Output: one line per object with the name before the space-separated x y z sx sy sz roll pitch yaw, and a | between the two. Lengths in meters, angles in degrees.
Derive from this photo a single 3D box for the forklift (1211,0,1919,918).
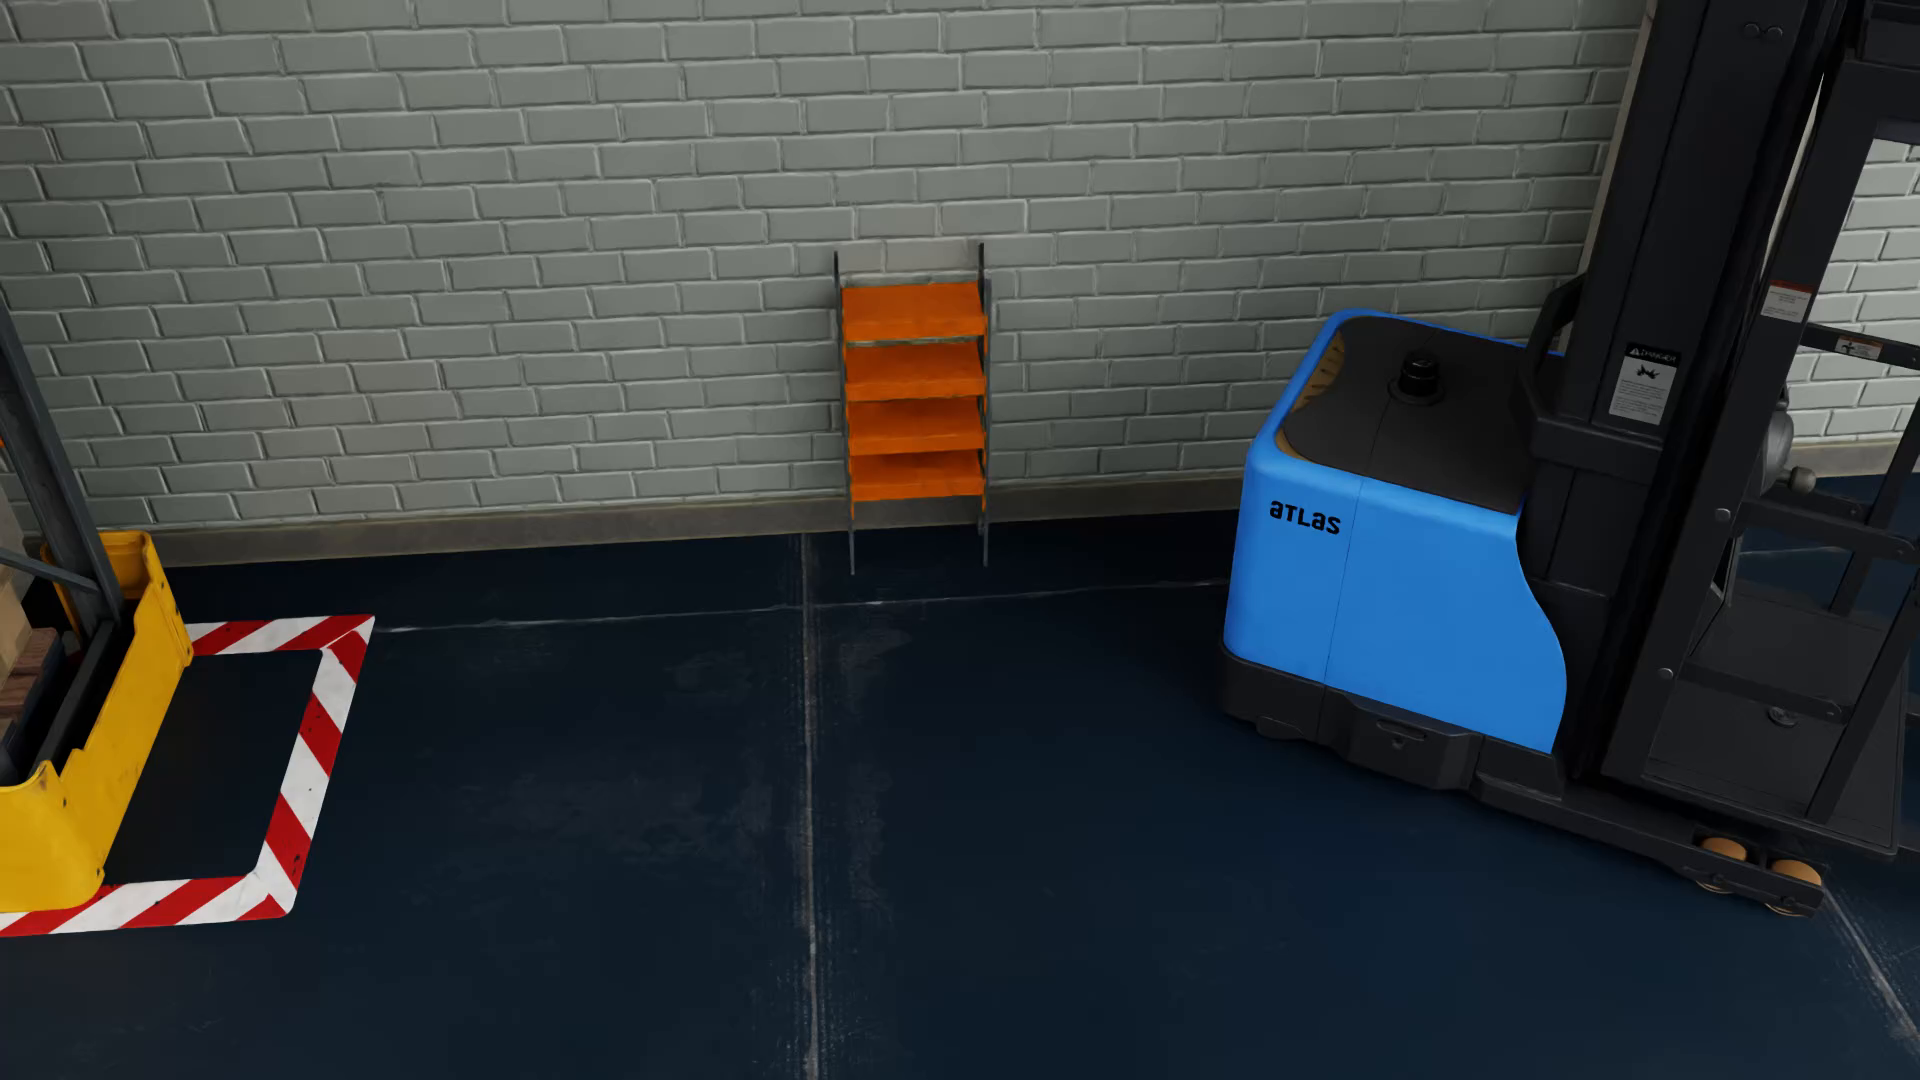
forklift | 2.385 -0.431 4.430 3.031 2.935 1.130 17 41 20

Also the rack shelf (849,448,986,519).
rack shelf | -0.160 -0.223 5.993 0.480 0.148 0.258 -3 38 -4

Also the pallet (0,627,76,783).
pallet | -3.556 0.713 5.176 1.213 0.211 1.003 -3 38 -4

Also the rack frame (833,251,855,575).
rack frame | -0.403 -0.417 5.810 0.015 1.200 0.240 -3 38 -4

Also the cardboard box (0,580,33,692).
cardboard box | -3.305 0.371 5.239 0.500 0.250 0.500 -3 38 -4

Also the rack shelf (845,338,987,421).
rack shelf | -0.160 -0.555 5.732 0.480 0.148 0.258 -3 38 -4

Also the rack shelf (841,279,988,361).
rack shelf | -0.160 -0.741 5.585 0.480 0.148 0.258 -3 38 -4

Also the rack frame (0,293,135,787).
rack frame | -2.798 -0.450 4.399 0.127 3.000 1.000 -3 38 -4

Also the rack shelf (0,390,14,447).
rack shelf | -4.791 -0.058 4.482 4.000 0.370 1.077 -3 38 -4

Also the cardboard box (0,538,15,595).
cardboard box | -3.285 0.166 5.095 0.500 0.250 0.500 -2 38 -3

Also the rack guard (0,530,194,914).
rack guard | -2.774 0.530 5.175 0.348 0.500 1.175 -3 38 -4

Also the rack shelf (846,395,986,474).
rack shelf | -0.160 -0.379 5.870 0.480 0.148 0.258 -3 38 -4

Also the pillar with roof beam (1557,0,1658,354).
pillar with roof beam | 2.786 -0.996 0.248 0.400 9.000 9.100 -3 38 -4

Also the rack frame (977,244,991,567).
rack frame | 0.083 -0.447 5.847 0.015 1.200 0.240 -3 38 -4

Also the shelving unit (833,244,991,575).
shelving unit | -0.160 -0.432 5.828 0.503 1.200 0.258 -3 38 -4
